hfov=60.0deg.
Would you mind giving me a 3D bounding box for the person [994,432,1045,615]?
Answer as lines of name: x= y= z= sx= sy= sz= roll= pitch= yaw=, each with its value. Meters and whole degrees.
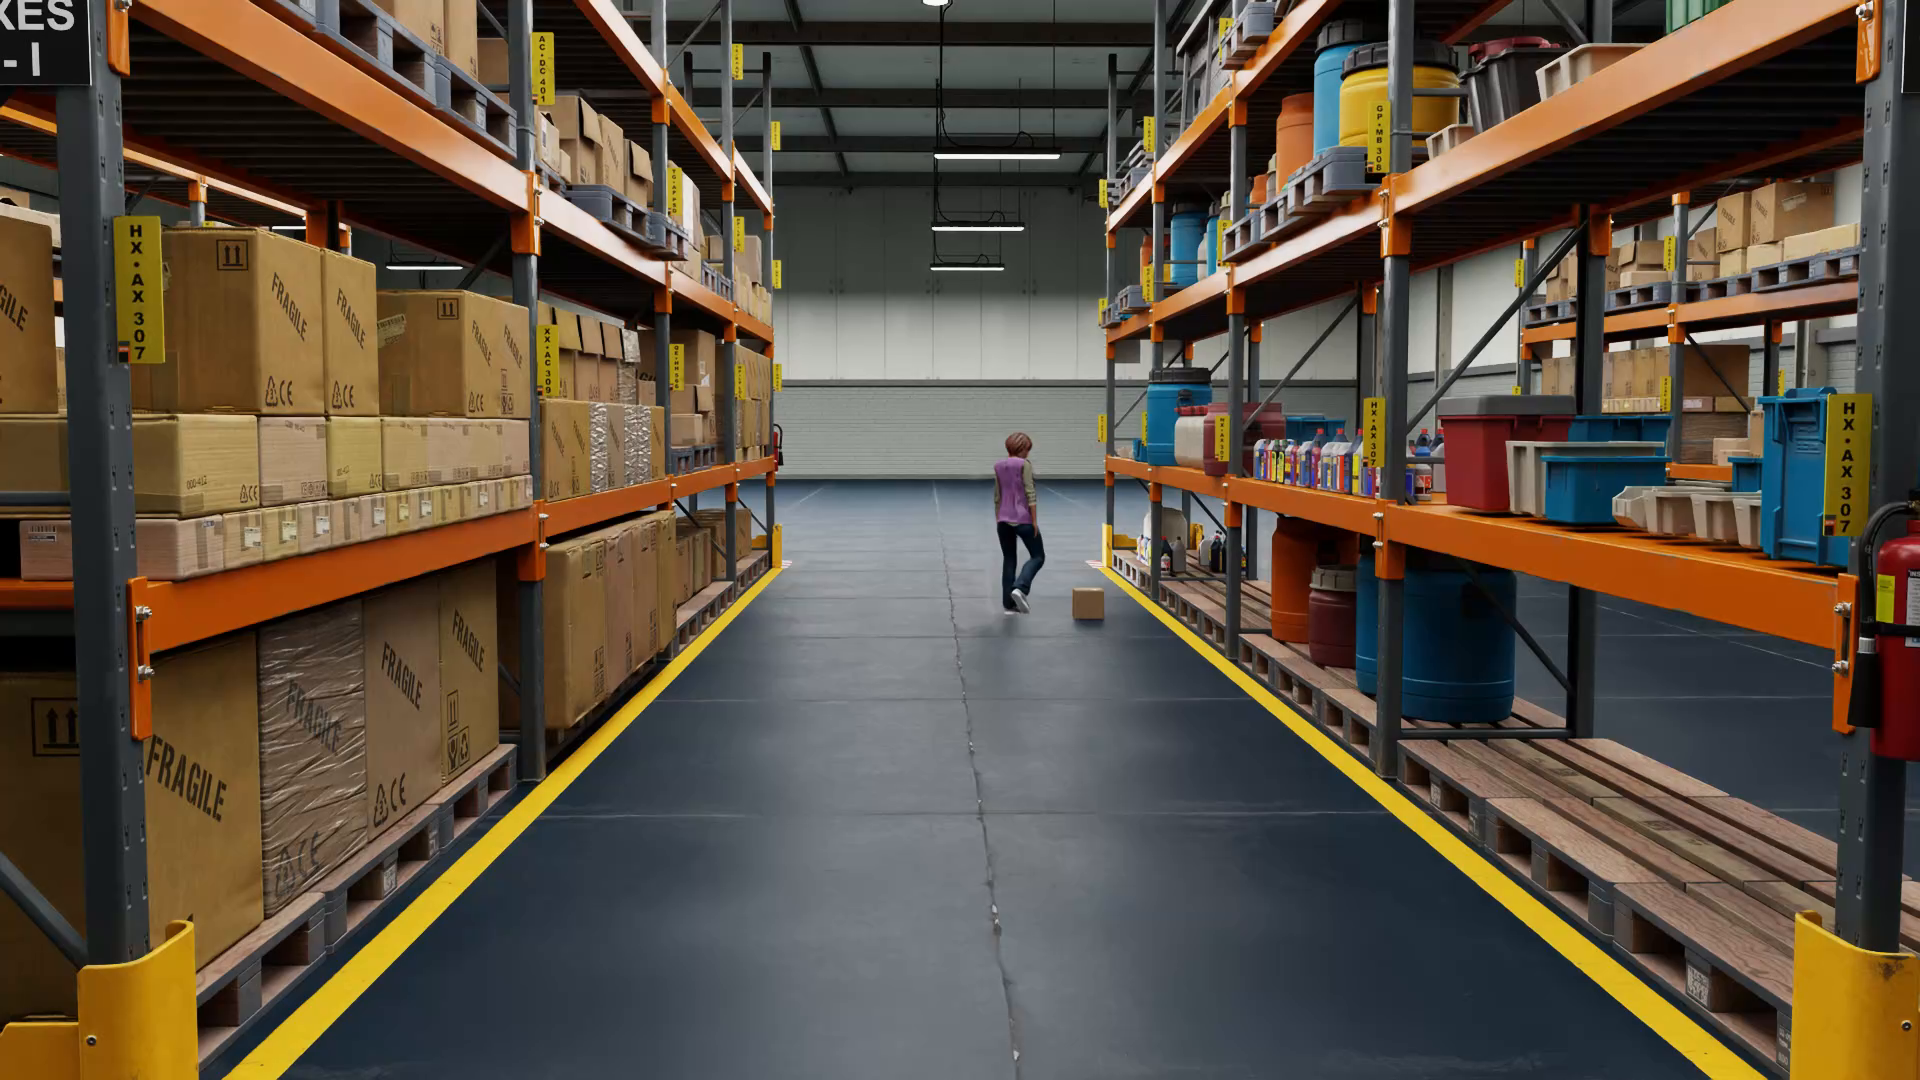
person: x=0.467 y=-0.124 z=14.318 sx=0.460 sy=1.584 sz=0.475 roll=2 pitch=5 yaw=31
